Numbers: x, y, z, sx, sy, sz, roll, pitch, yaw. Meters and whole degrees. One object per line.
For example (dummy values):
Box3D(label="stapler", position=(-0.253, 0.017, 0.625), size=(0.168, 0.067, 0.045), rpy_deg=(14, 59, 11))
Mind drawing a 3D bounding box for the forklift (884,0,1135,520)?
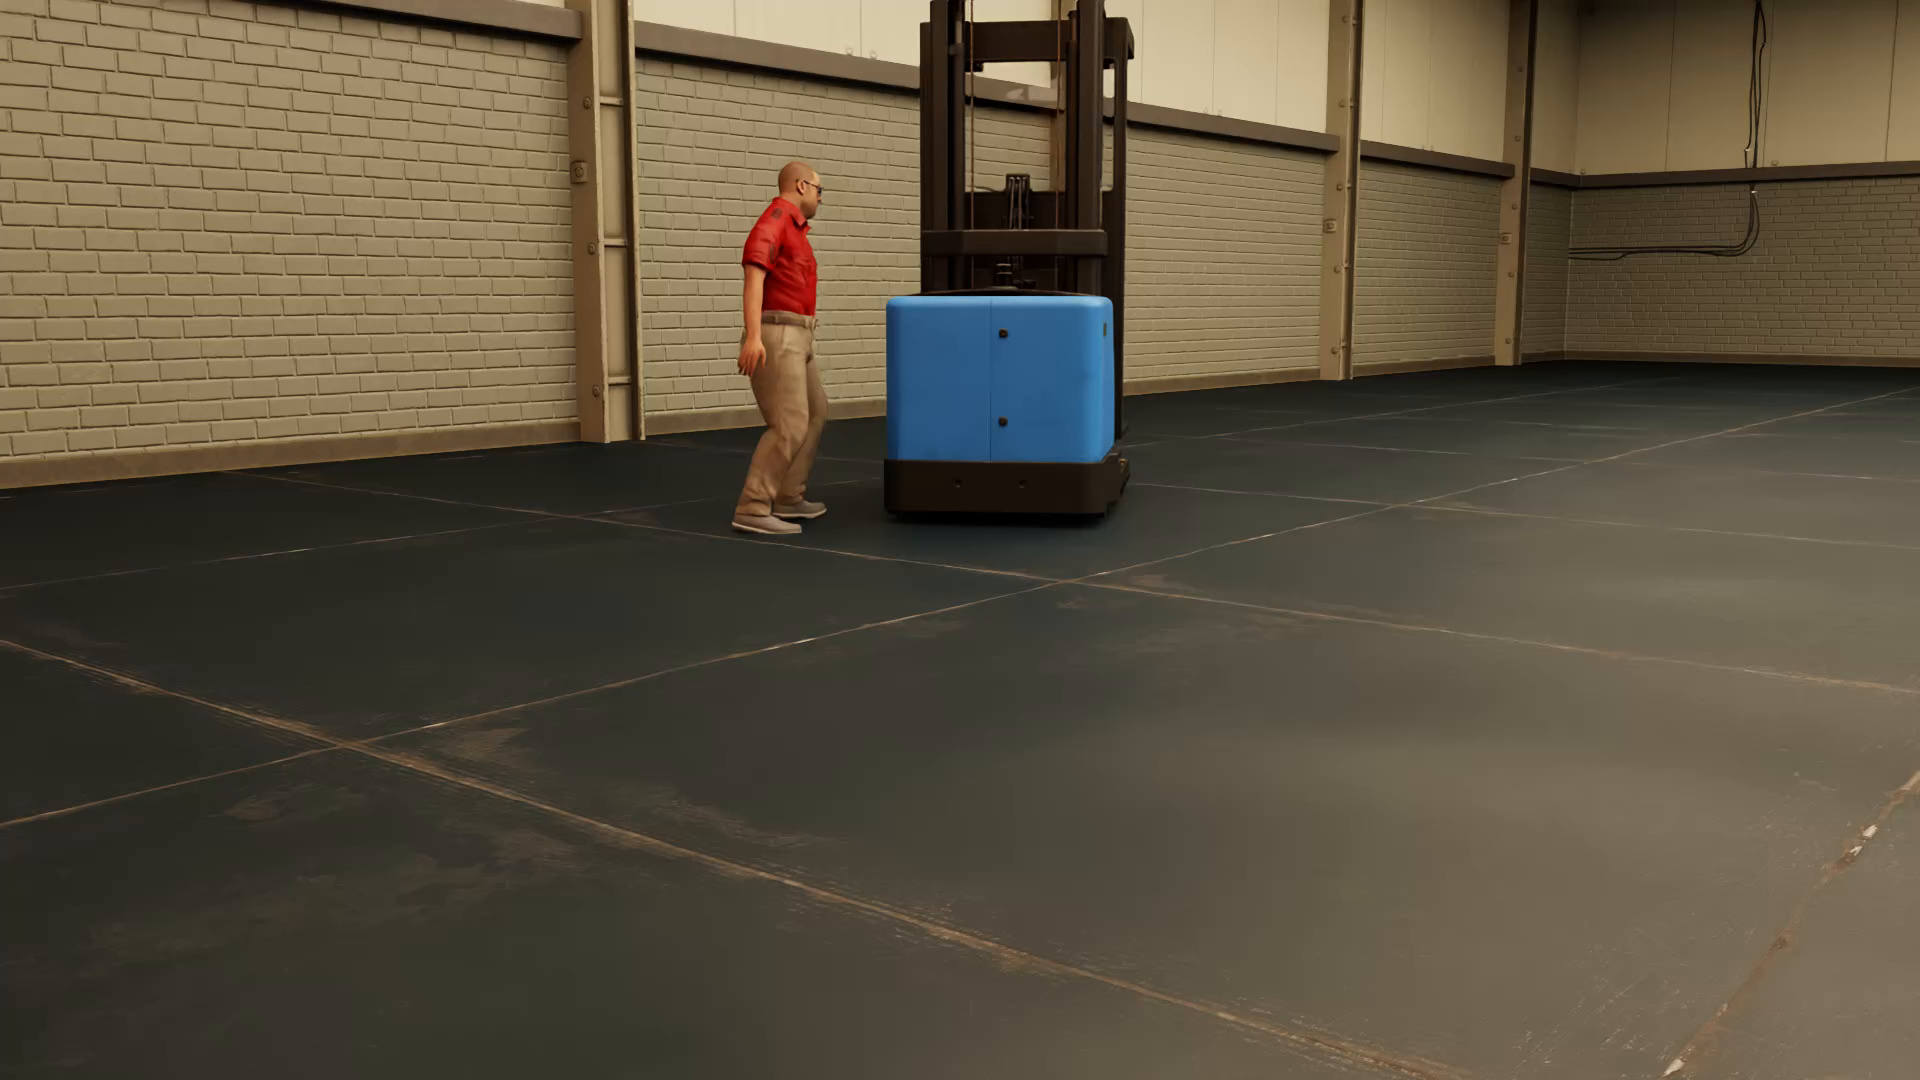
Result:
Box3D(label="forklift", position=(0.370, -1.724, 9.065), size=(1.130, 2.935, 3.031), rpy_deg=(1, 8, 9))

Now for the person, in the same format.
Box3D(label="person", position=(-0.838, -0.886, 7.697), size=(0.416, 1.702, 0.885), rpy_deg=(0, 8, 2))
